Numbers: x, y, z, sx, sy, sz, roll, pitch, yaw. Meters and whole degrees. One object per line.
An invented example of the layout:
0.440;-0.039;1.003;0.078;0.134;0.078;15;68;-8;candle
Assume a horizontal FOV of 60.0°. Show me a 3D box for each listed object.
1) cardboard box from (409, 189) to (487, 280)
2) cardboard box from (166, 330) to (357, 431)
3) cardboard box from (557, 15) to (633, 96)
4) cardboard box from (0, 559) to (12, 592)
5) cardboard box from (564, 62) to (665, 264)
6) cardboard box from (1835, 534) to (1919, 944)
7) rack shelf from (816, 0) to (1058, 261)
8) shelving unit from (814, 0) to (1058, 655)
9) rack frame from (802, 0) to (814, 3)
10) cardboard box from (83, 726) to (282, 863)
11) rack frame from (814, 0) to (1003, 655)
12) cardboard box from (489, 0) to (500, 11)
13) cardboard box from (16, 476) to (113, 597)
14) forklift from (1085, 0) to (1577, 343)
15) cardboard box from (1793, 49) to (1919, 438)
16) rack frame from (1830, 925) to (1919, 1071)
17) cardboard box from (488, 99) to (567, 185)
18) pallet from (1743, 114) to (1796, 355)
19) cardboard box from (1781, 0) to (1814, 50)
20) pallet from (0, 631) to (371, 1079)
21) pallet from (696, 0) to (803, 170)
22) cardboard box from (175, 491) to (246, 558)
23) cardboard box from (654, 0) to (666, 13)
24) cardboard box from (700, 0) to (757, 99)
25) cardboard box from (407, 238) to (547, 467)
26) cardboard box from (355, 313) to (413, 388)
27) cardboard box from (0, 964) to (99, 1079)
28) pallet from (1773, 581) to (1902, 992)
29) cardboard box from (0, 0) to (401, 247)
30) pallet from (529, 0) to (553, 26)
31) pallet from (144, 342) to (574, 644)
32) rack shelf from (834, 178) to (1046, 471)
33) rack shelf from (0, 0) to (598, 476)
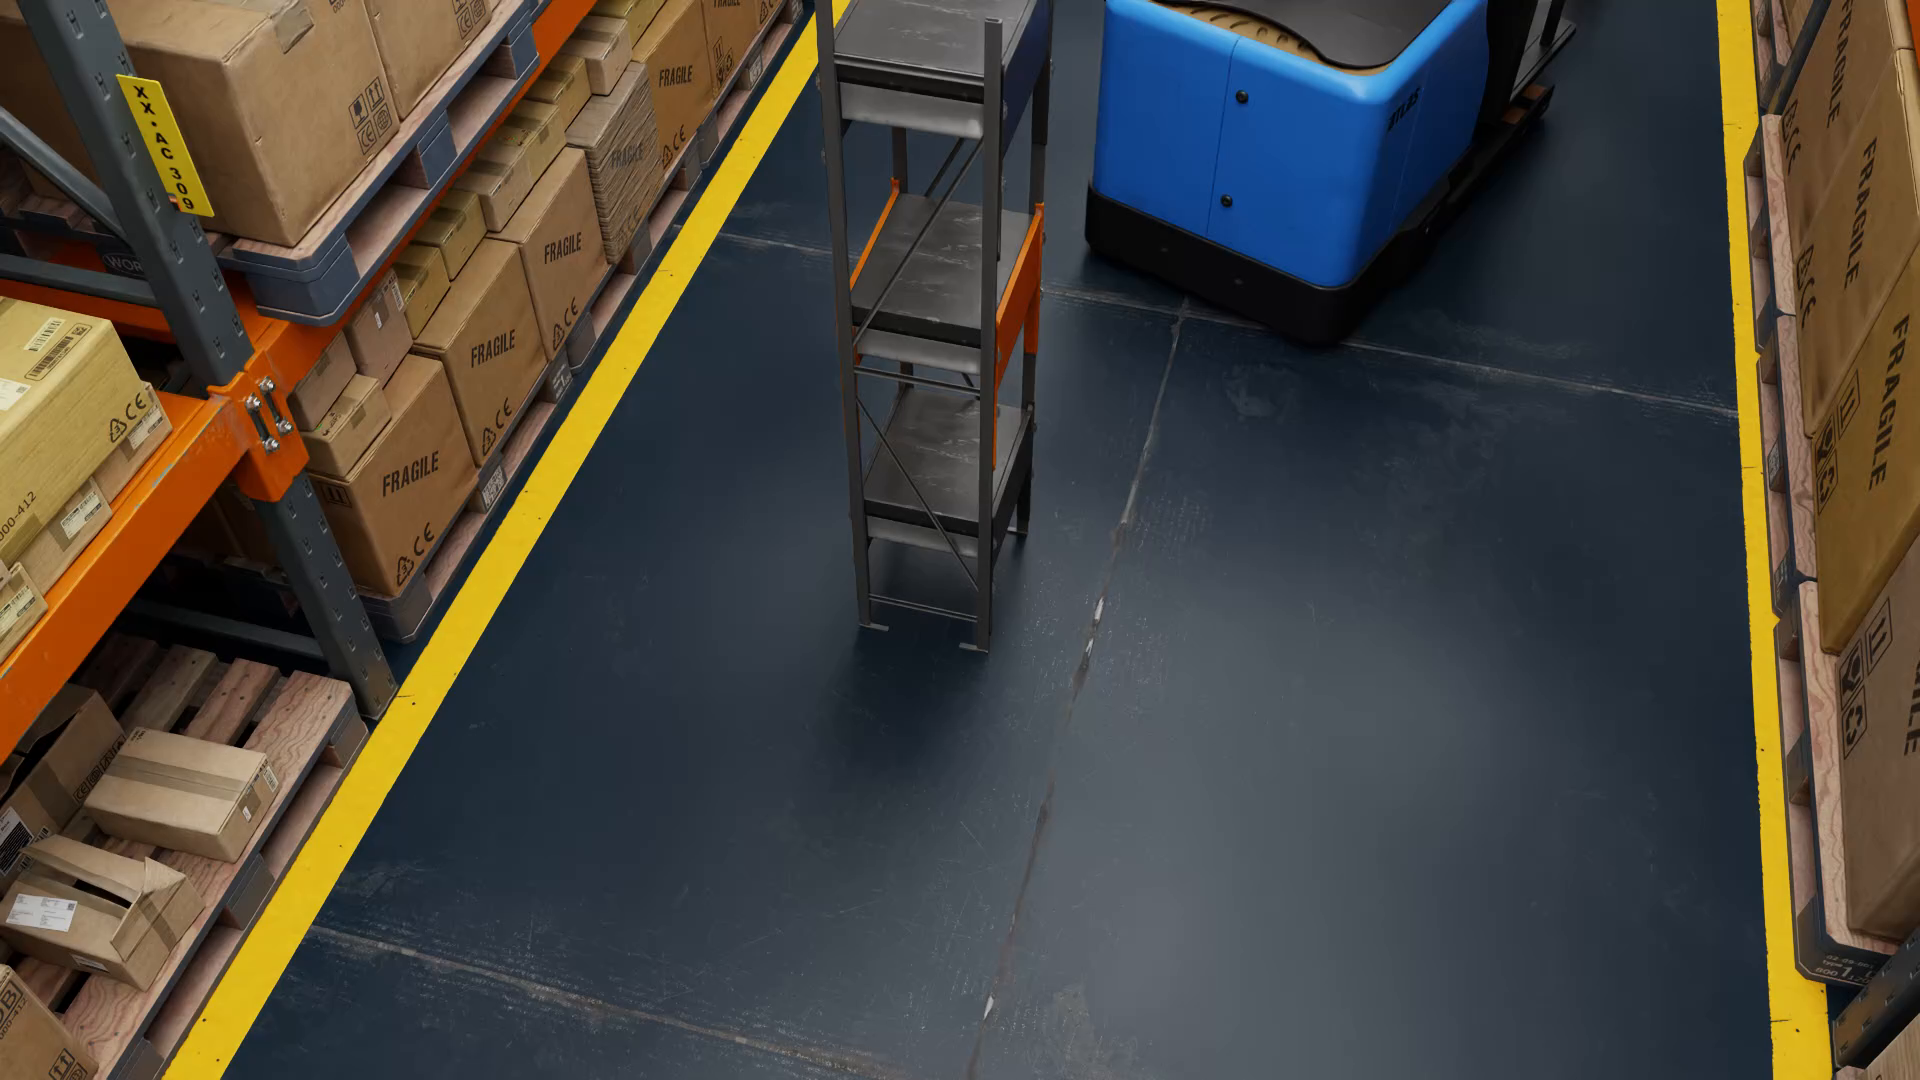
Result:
-1.673;-0.948;5.041;0.380;0.149;0.250;11;49;9;cardboard box
-1.845;-0.454;4.406;0.380;0.149;0.250;11;49;9;cardboard box
-1.347;-1.669;5.677;0.380;0.149;0.250;9;49;8;cardboard box
-2.154;0.122;3.043;0.500;0.250;0.500;12;50;10;cardboard box
-1.384;-1.349;5.827;0.500;0.500;0.500;10;49;9;cardboard box
2.738;0.466;3.975;0.875;0.875;0.875;13;50;11;cardboard box
-0.044;-1.029;3.842;0.431;0.518;0.480;12;50;10;rack shelf
-0.044;-0.575;4.357;0.431;2.100;0.503;12;50;10;shelving unit
-1.085;-3.504;6.342;1.000;3.000;0.127;12;50;10;rack frame
-2.001;0.655;4.293;0.380;0.149;0.250;10;49;9;cardboard box
-0.108;-0.399;4.201;0.400;2.100;0.015;12;50;10;rack frame
-1.402;-1.634;4.501;0.396;0.266;0.258;14;50;12;cardboard box
-2.025;-0.054;3.465;0.380;0.149;0.250;13;50;11;cardboard box
1.728;-2.721;5.697;1.130;2.935;3.031;28;54;23;forklift
3.204;-0.835;5.124;0.875;0.875;0.875;12;50;10;cardboard box
2.652;0.366;2.926;1.000;3.000;0.127;12;50;10;rack frame
-1.503;-1.301;5.352;0.380;0.149;0.250;13;50;11;cardboard box
3.425;-1.049;6.035;1.003;0.211;1.213;12;50;10;pallet
3.863;-2.203;6.666;0.950;0.372;0.625;9;49;7;cardboard box
-2.319;0.809;4.395;1.003;0.211;1.213;12;50;10;pallet
-1.318;-2.048;6.917;1.003;0.211;1.213;12;50;10;pallet
-2.294;-0.336;4.933;0.500;0.500;0.500;11;50;10;cardboard box
-1.238;-2.056;6.018;0.380;0.149;0.250;13;50;11;cardboard box
-1.131;-2.107;6.496;0.500;0.500;0.500;11;49;9;cardboard box
-1.663;-0.615;5.179;0.500;0.500;0.500;11;49;10;cardboard box
-1.788;-0.560;4.698;0.380;0.149;0.250;10;49;9;cardboard box
-2.402;1.186;3.590;0.700;0.500;0.500;10;49;9;cardboard box
2.782;0.716;4.477;1.003;0.211;1.213;12;50;10;pallet
-1.794;-1.088;3.863;0.700;0.500;0.500;13;50;11;cardboard box
-1.592;-2.033;5.171;1.003;0.211;1.213;12;50;10;pallet
-1.960;-0.284;5.360;1.003;0.211;1.213;12;50;10;pallet
-0.044;-0.566;4.367;0.431;0.518;0.480;12;50;10;rack shelf
-1.611;-1.819;5.335;1.077;0.370;4.000;12;50;10;rack shelf
